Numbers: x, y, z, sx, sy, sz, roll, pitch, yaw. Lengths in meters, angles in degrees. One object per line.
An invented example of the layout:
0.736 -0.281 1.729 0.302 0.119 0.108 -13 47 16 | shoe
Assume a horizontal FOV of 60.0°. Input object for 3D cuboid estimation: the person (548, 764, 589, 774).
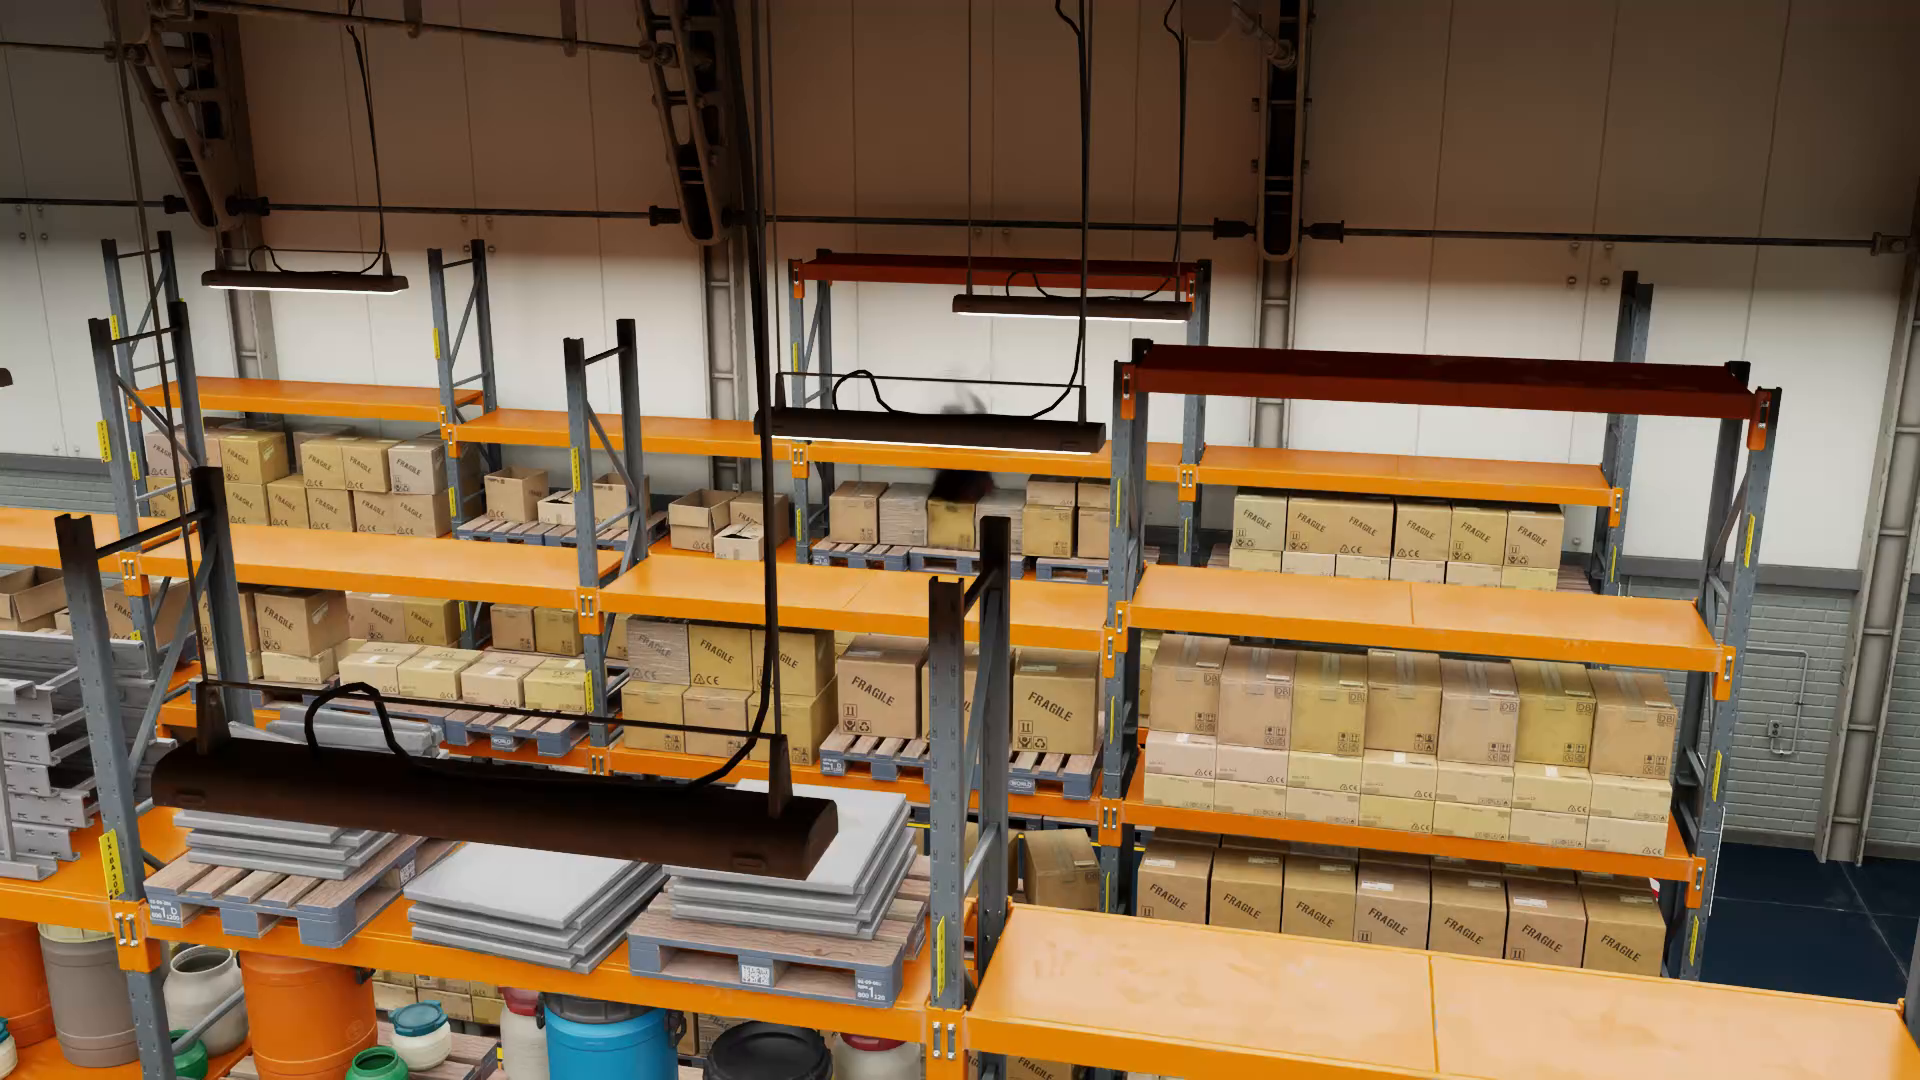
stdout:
-3.925 2.555 16.485 0.712 1.747 0.685 1 16 2 | person
